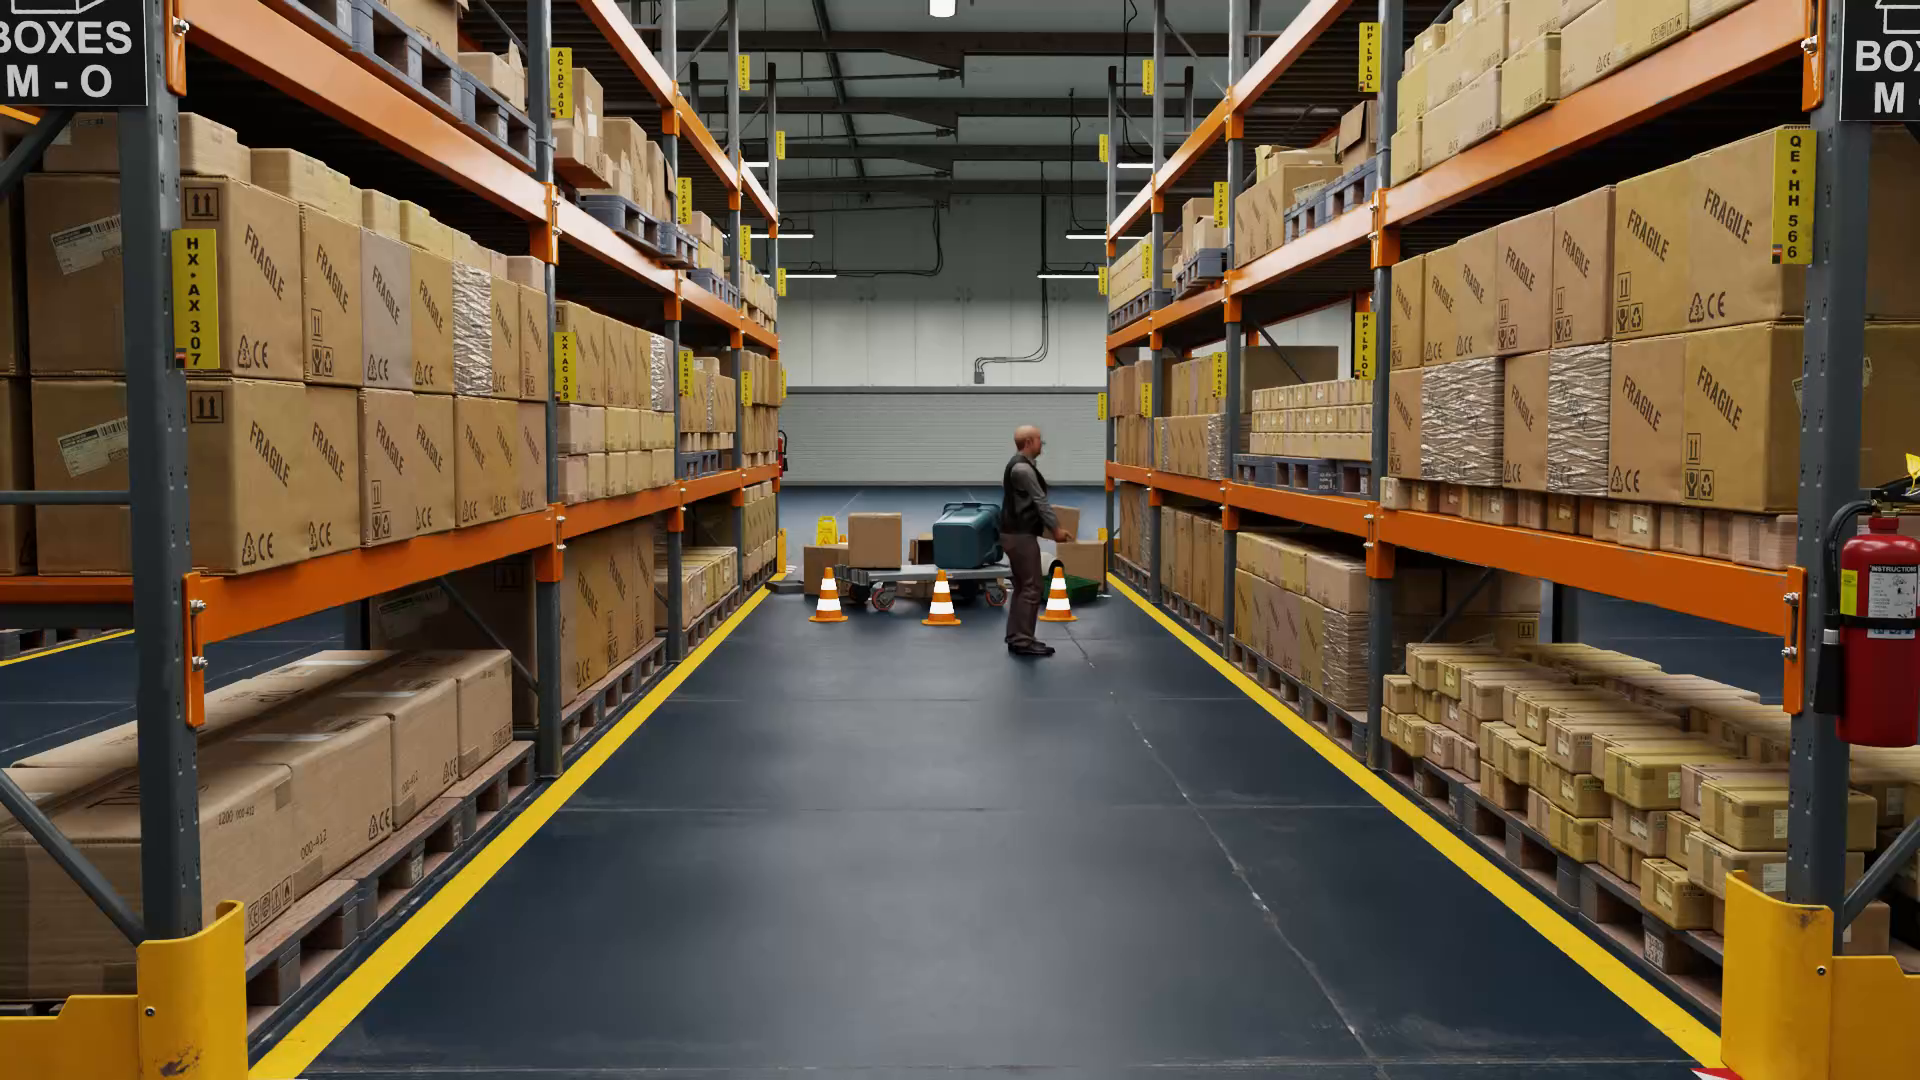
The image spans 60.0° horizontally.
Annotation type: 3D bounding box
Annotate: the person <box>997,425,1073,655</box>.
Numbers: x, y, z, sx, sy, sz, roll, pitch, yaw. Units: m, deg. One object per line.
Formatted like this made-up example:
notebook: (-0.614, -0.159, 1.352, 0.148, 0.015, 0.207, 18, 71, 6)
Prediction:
person: (0.560, -0.006, 12.562, 0.558, 1.720, 0.494, 0, 4, -2)
